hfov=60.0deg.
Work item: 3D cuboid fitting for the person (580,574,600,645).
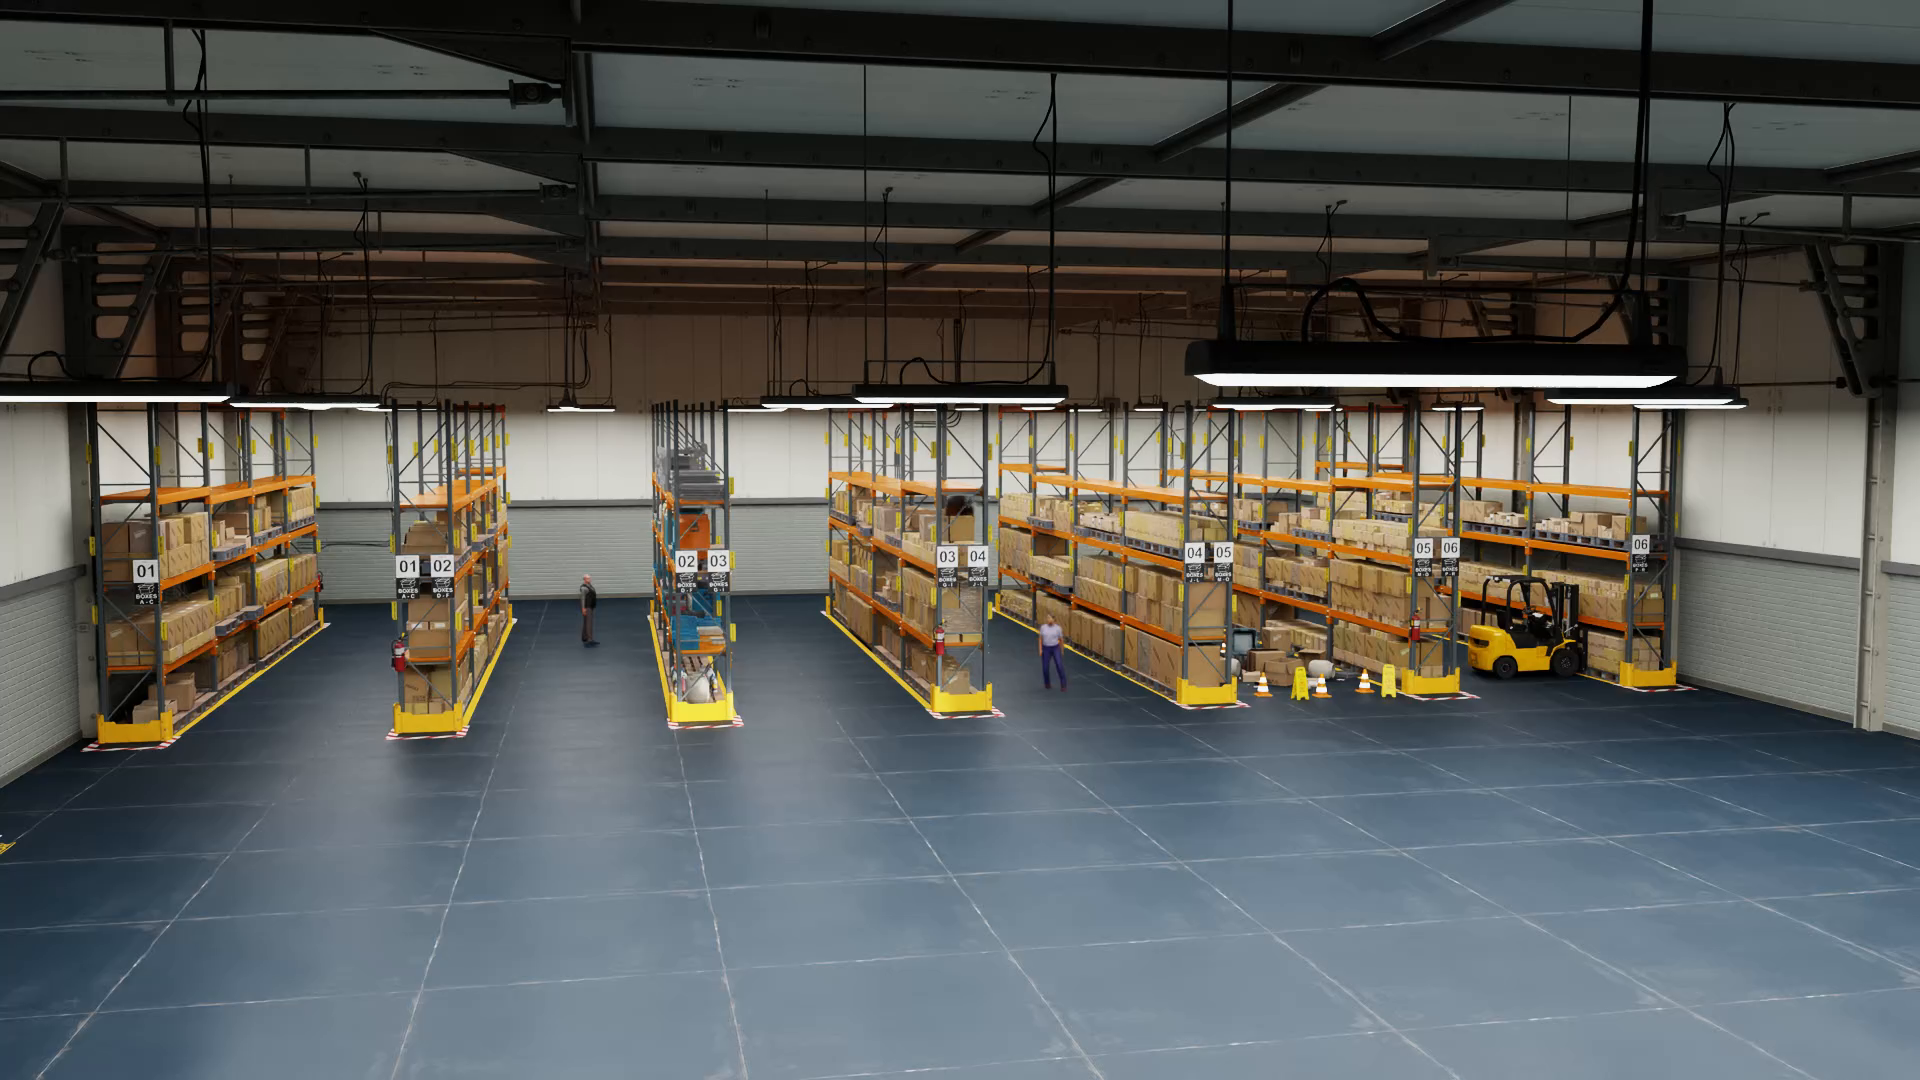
[{"bbox_3d":[-9.254,1.728,41.654,0.508,1.743,0.560,0,4,2],"label":"person"}]

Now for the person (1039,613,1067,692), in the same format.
[{"bbox_3d":[1.932,2.323,34.604,0.597,1.623,0.548,1,4,10],"label":"person"}]
